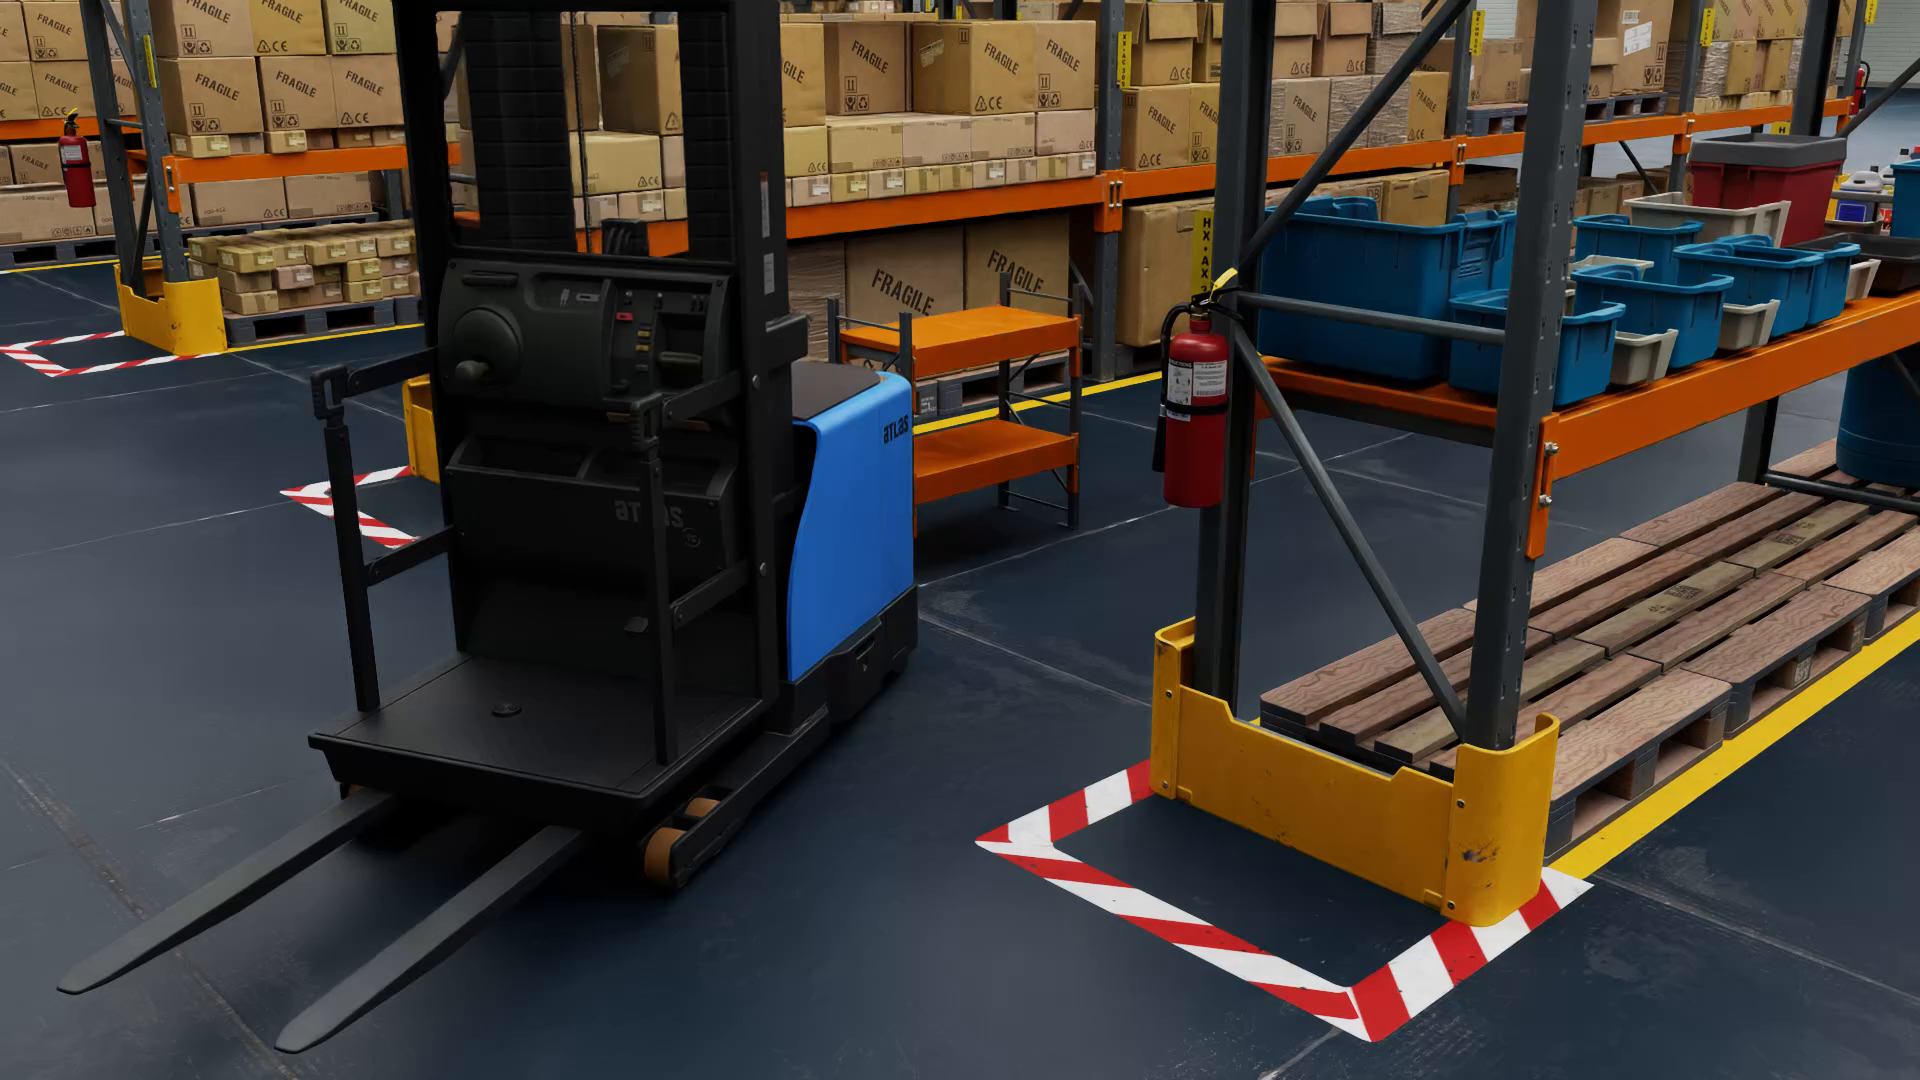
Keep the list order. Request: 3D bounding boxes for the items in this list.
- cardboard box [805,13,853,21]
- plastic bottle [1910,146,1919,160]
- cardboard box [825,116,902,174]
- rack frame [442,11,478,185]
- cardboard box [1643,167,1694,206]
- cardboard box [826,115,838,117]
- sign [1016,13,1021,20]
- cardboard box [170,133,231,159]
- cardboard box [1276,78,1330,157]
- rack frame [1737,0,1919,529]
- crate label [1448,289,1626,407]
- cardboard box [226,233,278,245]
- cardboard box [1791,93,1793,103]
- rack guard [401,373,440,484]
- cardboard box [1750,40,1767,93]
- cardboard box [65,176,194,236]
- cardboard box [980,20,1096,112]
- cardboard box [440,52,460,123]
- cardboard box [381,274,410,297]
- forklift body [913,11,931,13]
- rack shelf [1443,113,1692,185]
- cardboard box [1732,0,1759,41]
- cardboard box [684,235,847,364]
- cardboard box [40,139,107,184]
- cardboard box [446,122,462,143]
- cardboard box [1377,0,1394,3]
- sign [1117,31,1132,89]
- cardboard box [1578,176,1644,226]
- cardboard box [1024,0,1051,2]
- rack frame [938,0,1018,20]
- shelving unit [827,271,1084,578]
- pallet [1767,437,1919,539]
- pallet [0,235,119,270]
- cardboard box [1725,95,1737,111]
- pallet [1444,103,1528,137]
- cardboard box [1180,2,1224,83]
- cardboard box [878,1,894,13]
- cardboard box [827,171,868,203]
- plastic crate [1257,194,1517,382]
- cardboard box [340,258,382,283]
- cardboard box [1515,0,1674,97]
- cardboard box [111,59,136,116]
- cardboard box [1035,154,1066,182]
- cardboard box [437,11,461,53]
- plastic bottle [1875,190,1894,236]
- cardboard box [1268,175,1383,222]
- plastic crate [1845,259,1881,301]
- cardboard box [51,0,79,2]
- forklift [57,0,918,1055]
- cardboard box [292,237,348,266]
[{"bbox_3d":[-1.696,-6.368,20.935,0.500,0.500,0.500,17,24,42],"label":"cardboard box"},{"bbox_3d":[4.577,-1.710,7.977,0.185,0.351,0.144,-16,24,-41],"label":"plastic bottle"},{"bbox_3d":[-0.660,-2.129,8.950,0.500,0.250,0.500,-17,24,-42],"label":"cardboard box"},{"bbox_3d":[-2.310,-1.689,7.831,0.127,3.000,1.000,-16,24,-41],"label":"rack frame"},{"bbox_3d":[7.138,-3.441,16.607,0.500,0.500,0.500,-8,20,-24],"label":"cardboard box"},{"bbox_3d":[-1.026,-2.248,9.315,0.500,0.250,0.500,-16,24,-41],"label":"cardboard box"},{"bbox_3d":[0.548,-4.911,16.018,0.005,0.325,0.100,-16,24,-41],"label":"sign"},{"bbox_3d":[-5.184,-2.698,11.349,0.250,0.149,0.380,-17,24,-41],"label":"cardboard box"},{"bbox_3d":[2.203,-2.949,11.555,0.500,0.500,0.500,-16,24,-40],"label":"cardboard box"},{"bbox_3d":[3.999,-1.427,7.021,0.127,3.000,1.000,-16,24,-41],"label":"rack frame"},{"bbox_3d":[1.498,-0.507,4.358,0.303,0.233,0.416,-16,24,-41],"label":"crate label"},{"bbox_3d":[-5.212,-2.158,12.254,0.250,0.149,0.380,-16,24,-40],"label":"cardboard box"},{"bbox_3d":[8.353,-4.585,17.169,0.250,0.149,0.380,-16,24,-41],"label":"cardboard box"},{"bbox_3d":[-2.328,-0.495,8.201,0.348,0.500,1.175,-16,24,-41],"label":"rack guard"},{"bbox_3d":[7.460,-4.729,16.562,0.500,0.500,0.875,-16,24,-41],"label":"cardboard box"},{"bbox_3d":[-8.049,-3.249,16.115,0.875,0.438,0.875,-15,24,-39],"label":"cardboard box"},{"bbox_3d":[0.446,-2.806,9.821,0.500,0.500,0.500,-15,23,-39],"label":"cardboard box"},{"bbox_3d":[-4.026,-3.374,12.382,0.500,0.500,0.500,-17,25,-42],"label":"cardboard box"},{"bbox_3d":[-4.353,-1.938,12.540,0.250,0.149,0.380,-16,24,-41],"label":"cardboard box"},{"bbox_3d":[-1.030,-7.197,26.196,1.214,2.155,2.313,-16,24,-41],"label":"forklift body"},{"bbox_3d":[4.956,-3.466,14.477,4.000,0.370,1.077,-16,24,-41],"label":"rack shelf"},{"bbox_3d":[7.273,-5.041,15.904,0.500,0.500,0.500,-16,24,-41],"label":"cardboard box"},{"bbox_3d":[-1.239,-1.224,9.162,0.875,0.875,0.875,-16,24,-41],"label":"cardboard box"},{"bbox_3d":[-10.620,-4.533,19.974,0.700,0.500,0.500,17,24,42],"label":"cardboard box"},{"bbox_3d":[-3.871,-3.090,12.558,0.250,0.149,0.380,-16,24,-40],"label":"cardboard box"},{"bbox_3d":[4.849,-6.502,20.681,0.550,0.550,0.875,-16,24,-41],"label":"cardboard box"},{"bbox_3d":[0.979,-2.862,9.917,0.005,0.325,0.100,-16,24,-41],"label":"sign"},{"bbox_3d":[5.948,-3.127,15.605,0.700,0.500,0.500,16,24,40],"label":"cardboard box"},{"bbox_3d":[0.839,-7.366,23.073,0.500,0.500,0.700,-17,25,-42],"label":"cardboard box"},{"bbox_3d":[0.169,-4.517,16.553,0.127,3.000,1.000,-16,24,-41],"label":"rack frame"},{"bbox_3d":[-0.005,-0.534,7.307,1.048,1.125,0.538,-16,24,-41],"label":"shelving unit"},{"bbox_3d":[4.589,-0.254,7.927,1.213,0.211,1.003,-16,24,-41],"label":"pallet"},{"bbox_3d":[-8.591,-2.770,15.687,1.213,0.211,1.003,-16,24,-41],"label":"pallet"},{"bbox_3d":[7.301,-4.255,16.152,0.250,0.149,0.380,-16,24,-41],"label":"cardboard box"},{"bbox_3d":[3.947,-3.468,13.628,1.003,0.211,1.213,-16,24,-41],"label":"pallet"},{"bbox_3d":[1.561,-3.341,11.138,0.637,0.503,0.797,-16,24,-40],"label":"cardboard box"},{"bbox_3d":[-1.071,-6.853,21.380,0.380,0.149,0.250,17,25,42],"label":"cardboard box"},{"bbox_3d":[-0.709,-1.897,8.880,0.250,0.149,0.380,-17,25,-42],"label":"cardboard box"},{"bbox_3d":[1.208,-0.737,4.740,0.499,0.435,0.616,-16,24,-41],"label":"plastic crate"},{"bbox_3d":[-4.472,-2.008,12.273,0.250,0.149,0.380,-15,23,-39],"label":"cardboard box"},{"bbox_3d":[5.736,-4.580,15.094,1.000,1.000,1.000,-16,24,-40],"label":"cardboard box"},{"bbox_3d":[-7.842,-4.212,15.450,0.500,0.500,0.500,-16,24,-41],"label":"cardboard box"},{"bbox_3d":[0.413,-2.224,9.889,0.250,0.149,0.380,-16,24,-40],"label":"cardboard box"},{"bbox_3d":[-4.012,-3.845,12.214,0.500,0.500,0.500,17,25,42],"label":"cardboard box"},{"bbox_3d":[4.163,-1.464,7.459,0.097,0.201,0.097,0,18,0],"label":"plastic bottle"},{"bbox_3d":[2.334,-2.245,12.308,0.875,0.875,1.225,-16,24,-41],"label":"cardboard box"},{"bbox_3d":[2.941,-0.893,5.707,0.466,0.136,0.293,-16,24,-41],"label":"plastic crate"},{"bbox_3d":[-8.083,-4.915,14.947,0.380,0.149,0.250,17,25,42],"label":"cardboard box"},{"bbox_3d":[-1.155,-0.586,4.539,1.130,2.935,3.031,7,19,20],"label":"forklift"},{"bbox_3d":[-4.641,-2.094,12.055,0.250,0.149,0.380,-16,24,-41],"label":"cardboard box"}]
